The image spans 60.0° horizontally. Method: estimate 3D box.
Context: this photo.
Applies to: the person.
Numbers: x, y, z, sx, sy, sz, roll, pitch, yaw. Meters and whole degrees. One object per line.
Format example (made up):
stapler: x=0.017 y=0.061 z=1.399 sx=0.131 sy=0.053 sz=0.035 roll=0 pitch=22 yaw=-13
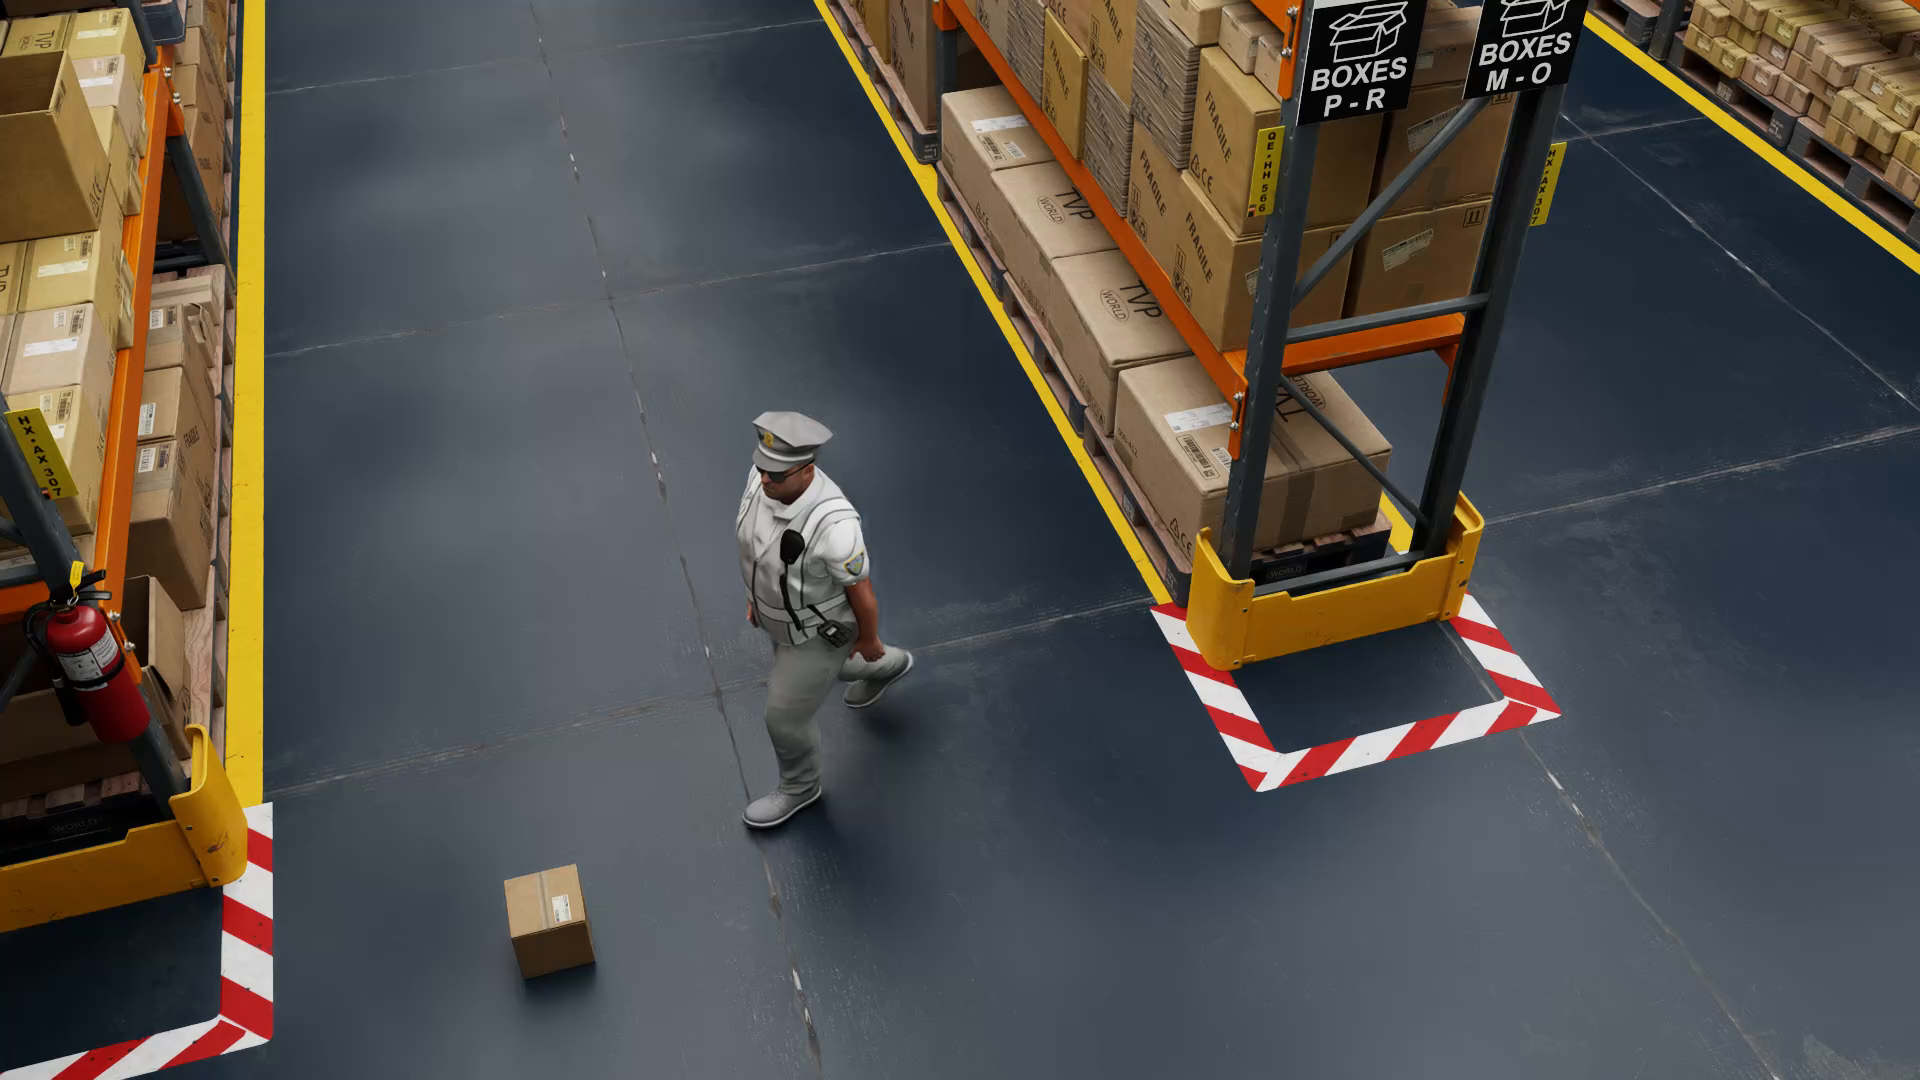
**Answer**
person: x=-0.493 y=0.209 z=5.907 sx=0.907 sy=1.726 sz=0.537 roll=-26 pitch=48 yaw=-26
